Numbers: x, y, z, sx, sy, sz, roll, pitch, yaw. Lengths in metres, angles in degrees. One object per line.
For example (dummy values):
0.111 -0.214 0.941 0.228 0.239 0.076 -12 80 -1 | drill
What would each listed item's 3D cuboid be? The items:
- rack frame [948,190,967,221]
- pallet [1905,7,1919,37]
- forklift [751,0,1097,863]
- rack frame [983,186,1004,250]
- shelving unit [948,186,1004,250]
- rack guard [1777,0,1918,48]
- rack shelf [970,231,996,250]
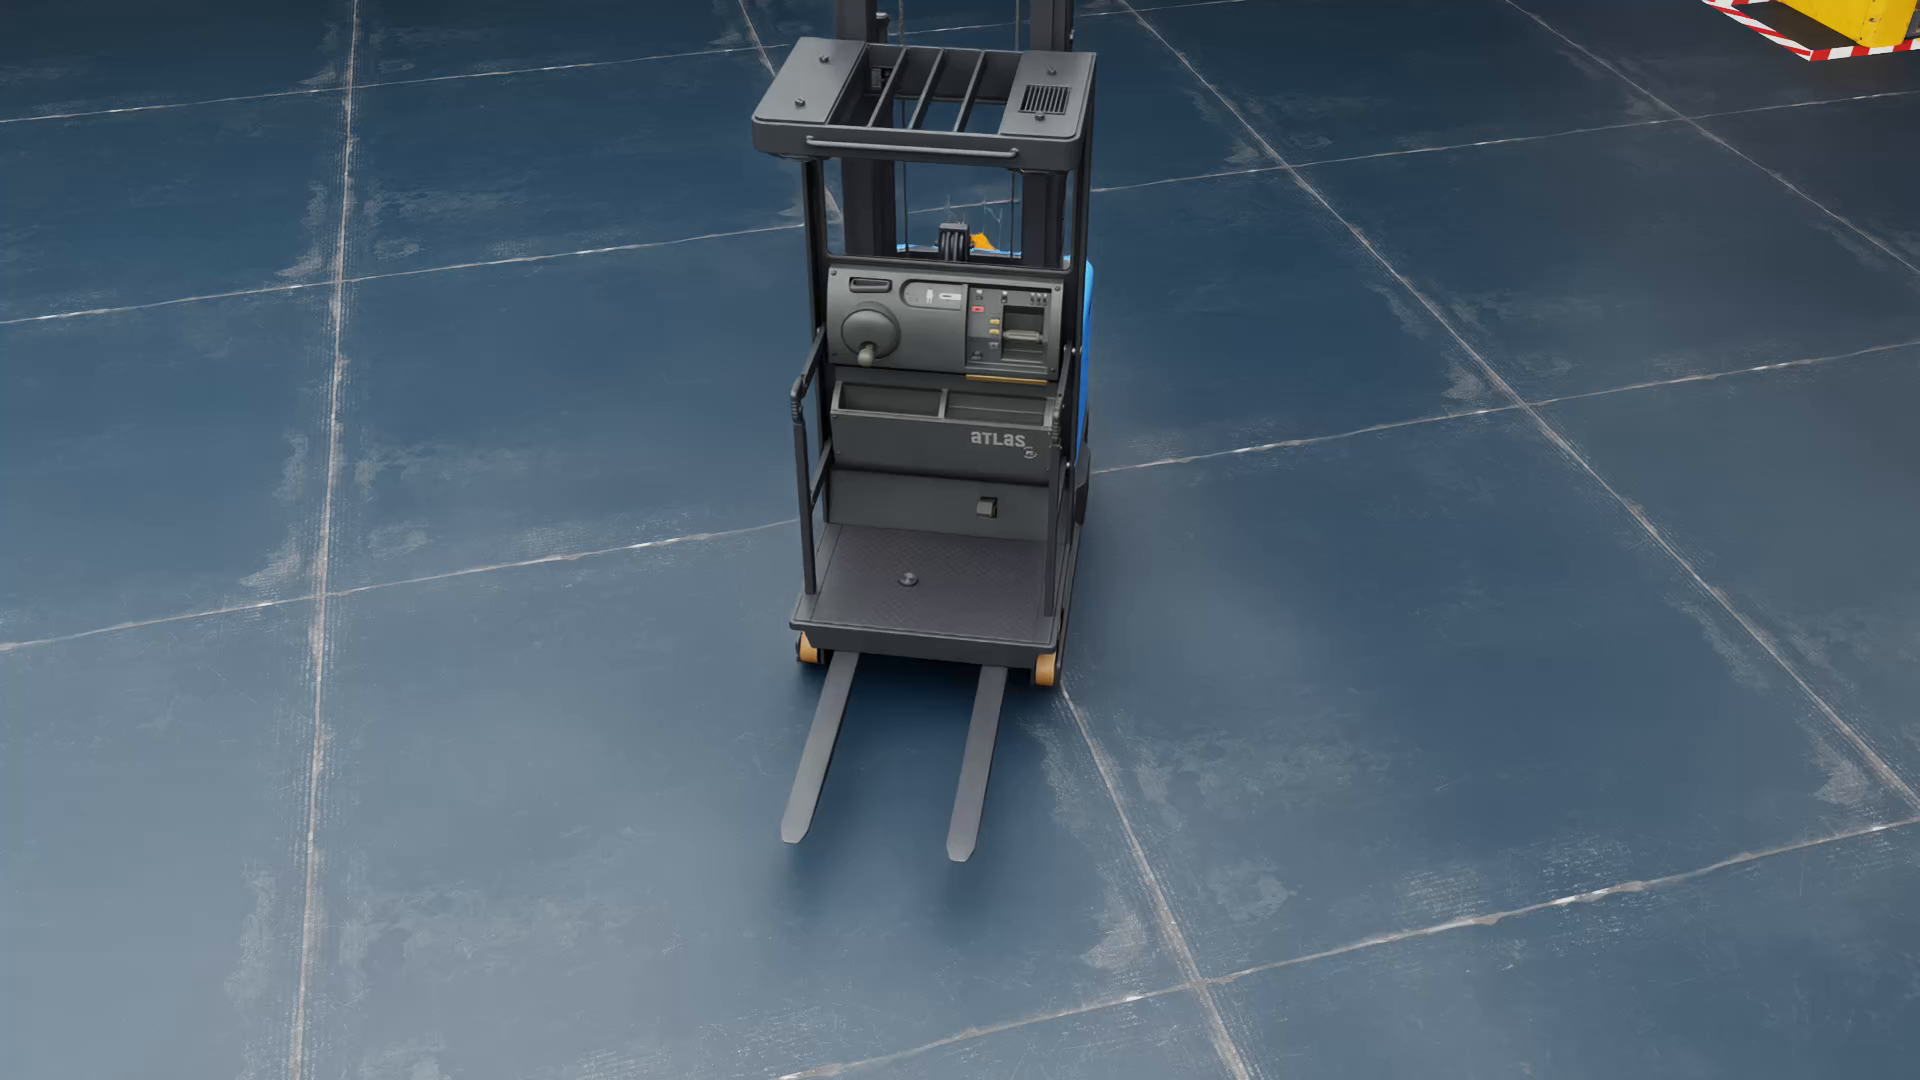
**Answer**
-0.033 -1.119 8.209 0.006 1.200 0.240 -10 38 -17 | rack frame
7.659 -4.335 13.243 1.213 0.211 1.003 -9 38 -12 | pallet
-0.091 -0.785 6.364 1.130 2.935 3.031 5 38 7 | forklift
0.140 -1.148 8.262 0.006 1.200 0.240 -10 38 -17 | rack frame
0.054 -1.133 8.236 0.189 1.200 0.258 -10 38 -17 | shelving unit
6.909 -4.300 12.960 0.348 0.500 1.175 -9 38 -12 | rack guard
0.067 -1.388 8.050 0.180 0.103 0.258 -10 38 -17 | rack shelf
